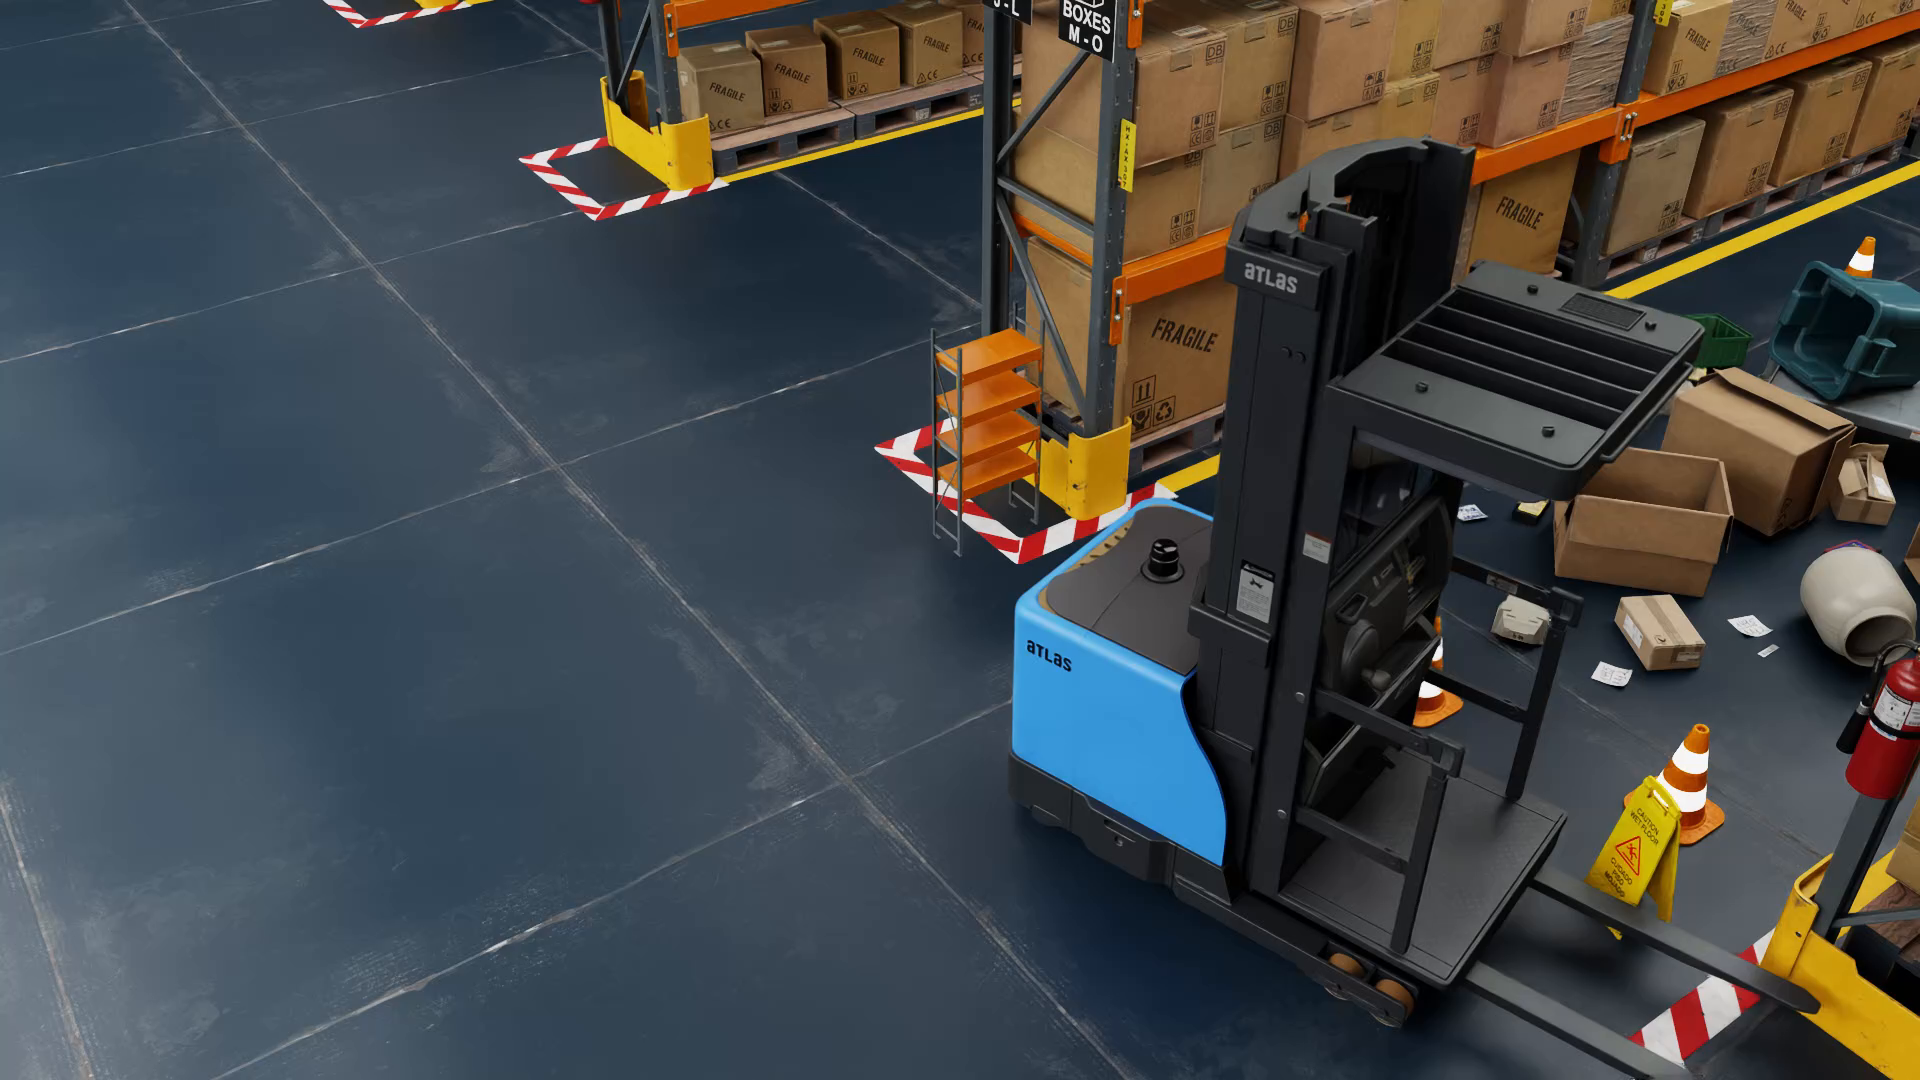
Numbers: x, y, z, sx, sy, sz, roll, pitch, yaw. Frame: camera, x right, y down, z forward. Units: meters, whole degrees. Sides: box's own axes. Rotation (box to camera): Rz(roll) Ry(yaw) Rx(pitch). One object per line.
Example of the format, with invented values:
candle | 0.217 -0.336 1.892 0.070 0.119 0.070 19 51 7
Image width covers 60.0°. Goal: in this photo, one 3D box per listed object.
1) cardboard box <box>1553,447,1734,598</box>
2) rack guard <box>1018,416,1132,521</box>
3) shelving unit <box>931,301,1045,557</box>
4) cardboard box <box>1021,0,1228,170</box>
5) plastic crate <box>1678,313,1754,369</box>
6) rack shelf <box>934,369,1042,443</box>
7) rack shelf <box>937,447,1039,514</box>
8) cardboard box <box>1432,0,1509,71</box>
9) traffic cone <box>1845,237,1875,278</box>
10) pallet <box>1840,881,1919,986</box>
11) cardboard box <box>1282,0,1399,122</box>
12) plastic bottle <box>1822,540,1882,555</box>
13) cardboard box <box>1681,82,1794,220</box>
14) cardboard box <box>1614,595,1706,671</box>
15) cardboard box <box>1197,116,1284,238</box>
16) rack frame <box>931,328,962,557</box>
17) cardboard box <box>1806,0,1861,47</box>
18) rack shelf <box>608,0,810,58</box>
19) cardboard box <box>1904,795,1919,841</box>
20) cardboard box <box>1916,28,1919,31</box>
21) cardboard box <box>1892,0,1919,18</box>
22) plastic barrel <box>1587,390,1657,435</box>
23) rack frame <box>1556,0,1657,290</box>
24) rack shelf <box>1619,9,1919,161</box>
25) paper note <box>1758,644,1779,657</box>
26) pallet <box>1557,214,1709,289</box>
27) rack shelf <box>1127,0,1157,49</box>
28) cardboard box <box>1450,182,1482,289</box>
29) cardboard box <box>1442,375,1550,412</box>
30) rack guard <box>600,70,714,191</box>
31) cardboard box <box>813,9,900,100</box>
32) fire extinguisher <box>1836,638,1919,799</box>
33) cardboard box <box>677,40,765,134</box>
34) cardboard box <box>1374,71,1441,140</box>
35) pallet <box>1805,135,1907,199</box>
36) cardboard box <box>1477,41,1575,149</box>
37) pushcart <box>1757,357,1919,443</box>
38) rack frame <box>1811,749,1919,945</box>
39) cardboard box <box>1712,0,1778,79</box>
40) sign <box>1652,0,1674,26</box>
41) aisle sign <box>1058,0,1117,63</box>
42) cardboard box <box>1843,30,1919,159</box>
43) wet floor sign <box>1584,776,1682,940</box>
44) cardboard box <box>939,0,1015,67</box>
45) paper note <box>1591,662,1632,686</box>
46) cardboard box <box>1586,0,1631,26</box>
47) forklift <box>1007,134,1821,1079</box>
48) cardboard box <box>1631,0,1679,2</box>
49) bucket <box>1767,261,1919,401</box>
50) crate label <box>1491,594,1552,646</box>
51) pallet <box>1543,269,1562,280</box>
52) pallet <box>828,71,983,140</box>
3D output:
cardboard box | 3.364 -0.105 8.278 0.797 0.503 0.637 9 37 12
rack guard | 0.432 -0.625 9.004 0.348 0.500 1.175 -22 41 -28
shelving unit | 0.135 -0.543 8.290 0.503 1.200 0.258 -22 41 -28
cardboard box | 0.778 -2.253 8.074 0.550 0.550 0.875 -22 41 -28
plastic crate | 4.334 -1.191 10.009 0.662 0.188 0.450 -3 26 -4
rack shelf | 0.135 -0.670 8.199 0.480 0.148 0.258 -22 41 -28
rack shelf | 0.135 -0.327 8.446 0.480 0.148 0.258 -22 41 -28
cardboard box | 2.497 -3.028 9.151 0.550 0.550 0.875 -22 41 -28
traffic cone | 5.688 -1.693 10.522 0.334 0.463 0.336 -22 41 -28
pallet | 4.133 1.531 6.254 1.213 0.211 1.003 -22 41 -28
cardboard box | 1.710 -2.606 8.564 0.550 0.550 0.875 -22 41 -28
plastic bottle | 4.521 0.067 8.417 0.283 0.061 0.133 -15 38 -20
cardboard box | 4.968 -2.825 11.489 0.750 0.750 1.050 -22 41 -28
cardboard box | 3.293 0.434 7.833 0.250 0.149 0.380 -3 36 -4
cardboard box | 1.166 -2.050 8.717 0.550 0.550 0.875 -22 41 -28
rack frame | -0.064 -0.461 8.176 0.015 1.200 0.240 -22 41 -28
cardboard box | 5.544 -3.590 10.900 0.500 0.500 0.500 -22 41 -27
rack shelf | -0.688 -4.429 12.769 4.000 0.370 1.077 -22 41 -28
cardboard box | 3.891 0.928 6.057 0.500 0.500 0.500 -22 41 -28
cardboard box | 7.399 -4.154 12.909 0.500 0.250 0.500 -23 42 -29
cardboard box | 6.369 -3.932 11.376 0.500 0.500 0.500 -22 41 -28
plastic barrel | 3.678 -0.833 9.360 0.421 0.421 0.512 3 36 4
rack frame | 3.722 -2.993 10.156 0.127 3.000 1.000 -22 41 -28
rack shelf | 5.356 -3.374 11.301 4.000 0.370 1.077 -22 41 -28
paper note | 3.808 0.521 7.830 0.123 0.001 0.032 -22 41 -28
pallet | 4.309 -2.156 11.381 1.213 0.211 1.003 -22 41 -28
rack shelf | 2.087 -3.246 8.555 4.000 0.370 1.077 -22 41 -28
cardboard box | 2.433 -1.818 9.982 0.875 0.875 0.875 -22 41 -28
cardboard box | 3.044 -0.967 9.478 0.500 0.500 0.500 -15 38 -20
rack guard | -2.261 -3.060 12.389 0.348 0.500 1.175 -22 41 -28
cardboard box | -0.811 -3.825 13.094 0.500 0.500 0.500 -18 40 -24
fire extinguisher | 3.027 0.531 5.322 0.183 0.674 0.296 -22 41 -28
cardboard box | -1.803 -3.406 12.512 0.500 0.500 0.500 -15 38 -20
cardboard box | 2.106 -2.377 9.170 0.500 0.550 0.875 -22 41 -28
pallet | 6.303 -2.977 12.522 1.213 0.211 1.003 -22 41 -28
cardboard box | 2.990 -2.728 9.659 0.550 0.550 0.875 -22 41 -28
pushcart | 5.302 -0.671 9.174 1.648 0.377 0.936 22 41 28
rack frame | 3.386 0.681 5.048 0.127 3.000 1.000 -22 41 -28
cardboard box | 4.719 -3.252 10.431 0.500 0.500 0.500 -22 41 -28
sign | 4.043 -3.112 9.512 0.005 0.325 0.100 -22 41 -28
aisle sign | 0.567 -2.536 7.294 0.004 0.787 0.394 -22 41 -28
cardboard box | 6.442 -3.434 12.336 0.750 0.750 1.050 -23 42 -28
wet floor sign | 2.615 1.190 6.356 0.232 0.644 0.267 -9 37 -12
cardboard box | 0.133 -4.238 13.668 0.500 0.500 0.500 -10 37 -14
paper note | 3.012 0.618 7.677 0.148 0.019 0.142 22 41 28
cardboard box | 3.400 -3.385 9.647 0.550 0.550 0.875 -22 41 -28
forklift | 1.665 0.235 5.726 3.031 2.935 1.130 25 43 30
cardboard box | 4.124 -3.609 10.071 0.500 0.500 0.700 -23 42 -29
bucket | 4.939 -1.135 9.074 0.620 0.611 0.726 -1 34 -18
crate label | 2.684 0.373 7.927 0.250 0.136 0.298 15 38 20
pallet | 3.055 -1.642 10.666 1.213 0.211 1.003 -22 41 -28
pallet | -0.580 -3.607 13.397 1.213 0.211 1.003 -22 41 -28
